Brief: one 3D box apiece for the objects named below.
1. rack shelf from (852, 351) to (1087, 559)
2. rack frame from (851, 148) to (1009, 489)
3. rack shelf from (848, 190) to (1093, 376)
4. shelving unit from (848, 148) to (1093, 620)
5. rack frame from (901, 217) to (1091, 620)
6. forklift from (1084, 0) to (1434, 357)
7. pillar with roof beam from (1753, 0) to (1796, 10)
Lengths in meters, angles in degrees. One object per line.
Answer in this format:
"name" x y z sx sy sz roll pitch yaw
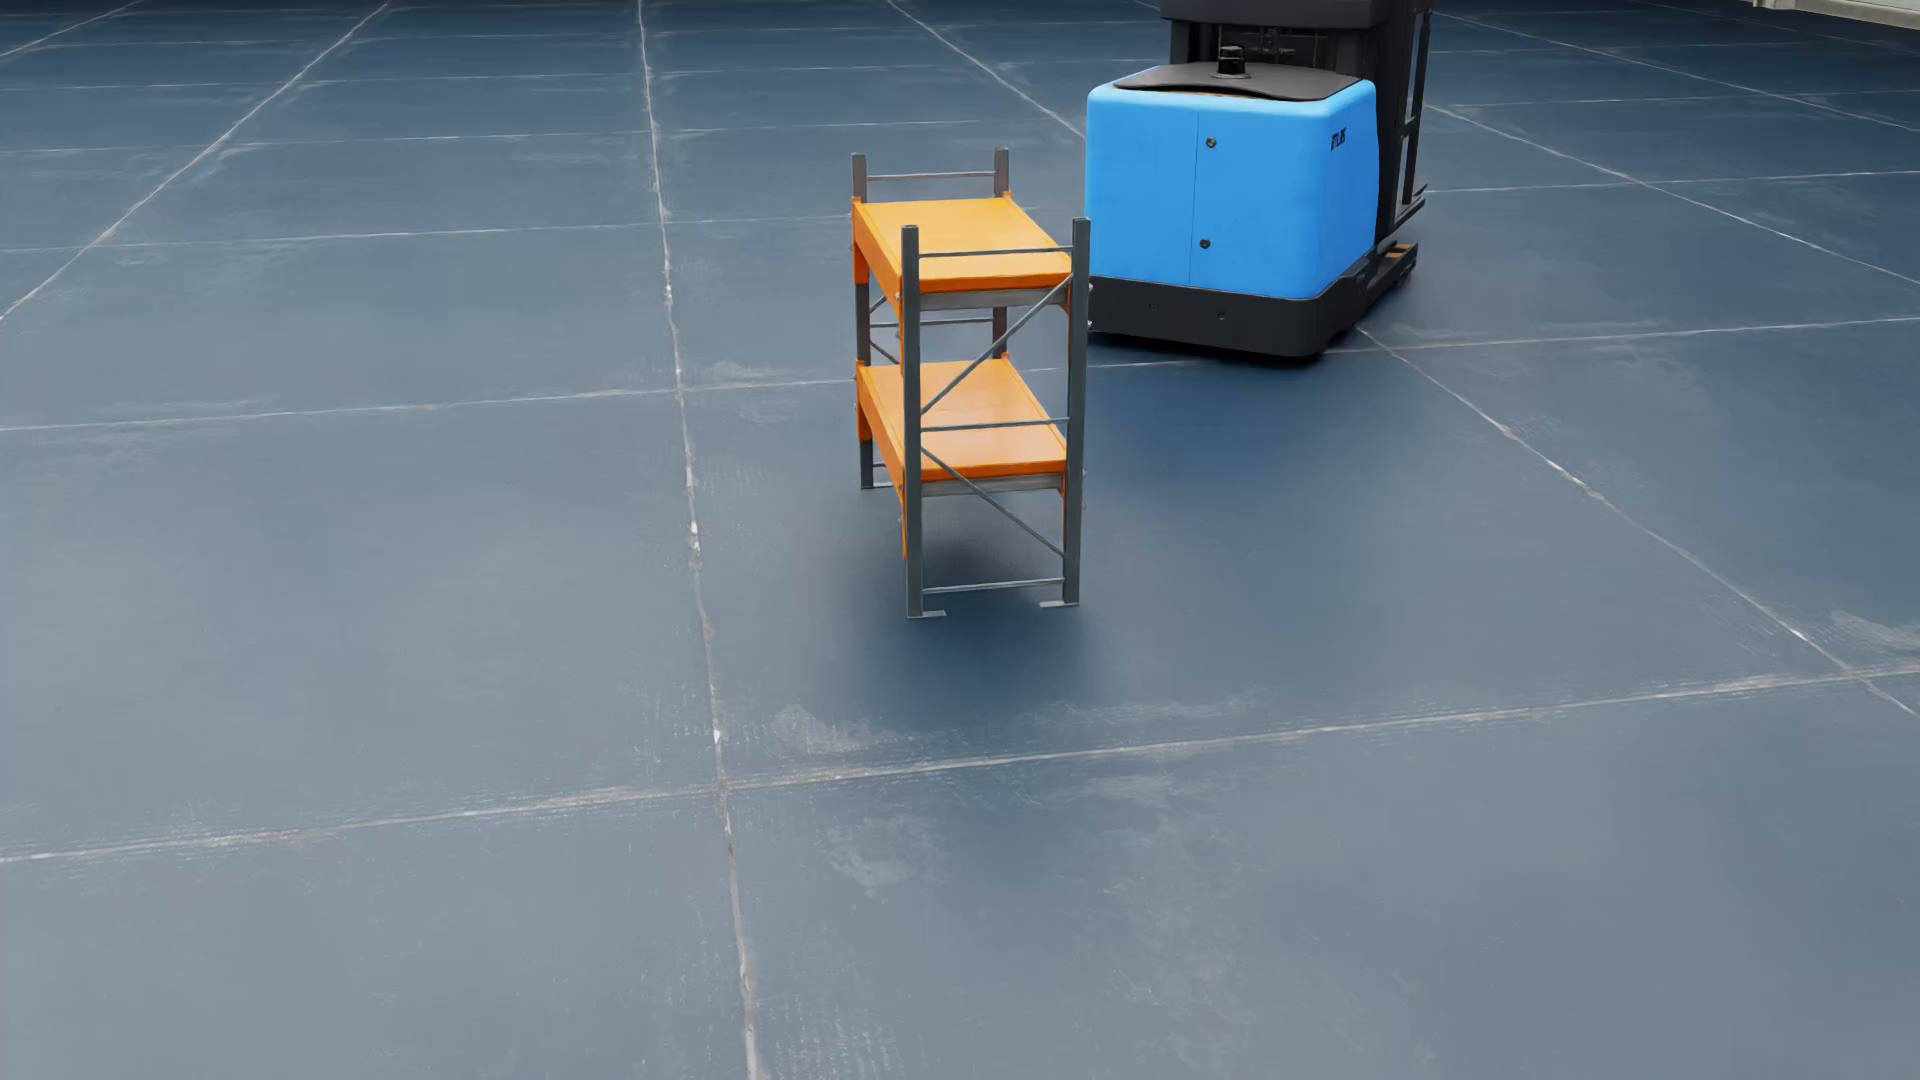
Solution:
"rack shelf" 0.001 -0.289 5.117 0.538 0.278 1.000 -4 24 -10
"rack frame" -0.093 -0.713 5.477 0.500 1.125 0.032 -4 24 -10
"rack shelf" 0.001 -0.781 4.902 0.538 0.278 1.000 -4 24 -10
"shelving unit" 0.001 -0.513 5.019 0.538 1.125 1.048 -4 24 -10
"rack frame" 0.095 -0.313 4.561 0.500 1.125 0.032 -4 24 -10
"forklift" 1.616 -2.644 7.643 1.130 2.935 3.031 11 26 24
"pillar with roof beam" 5.395 -10.096 17.123 9.100 9.000 0.400 -4 24 -10
